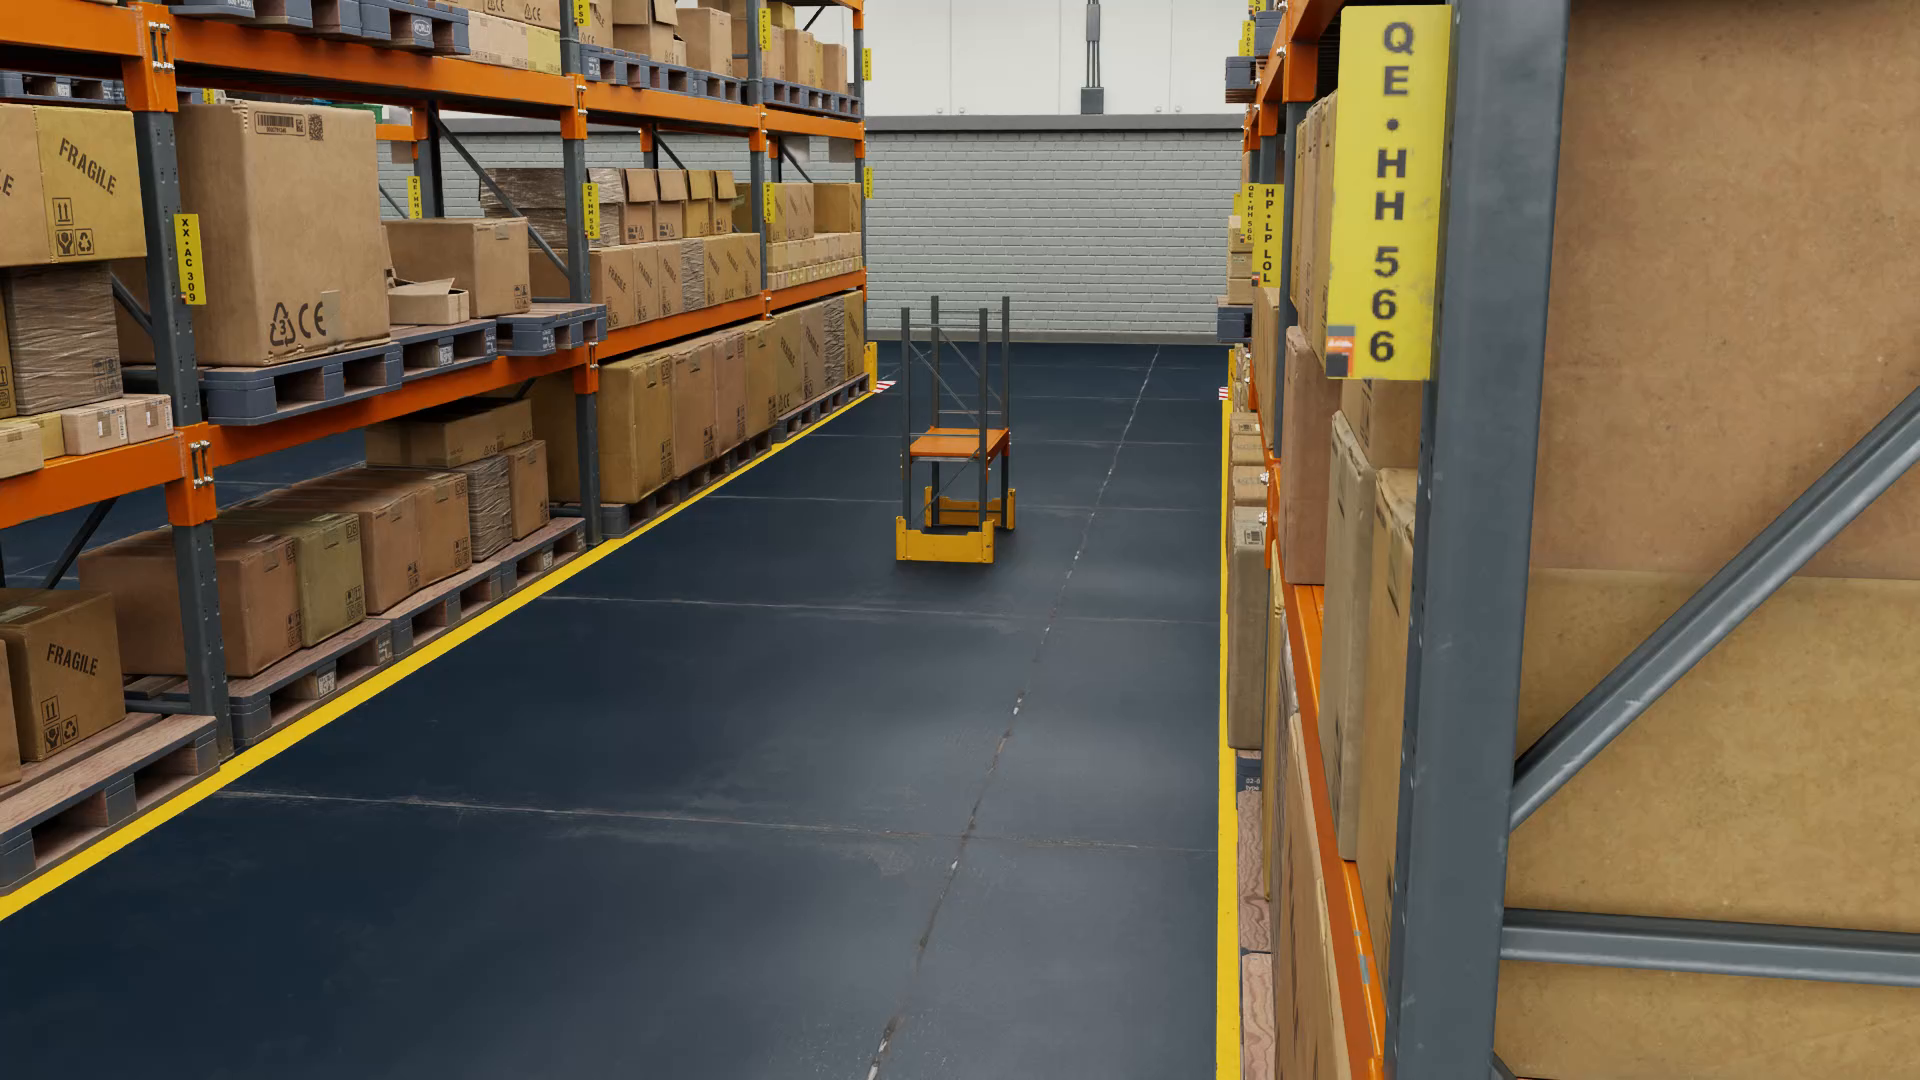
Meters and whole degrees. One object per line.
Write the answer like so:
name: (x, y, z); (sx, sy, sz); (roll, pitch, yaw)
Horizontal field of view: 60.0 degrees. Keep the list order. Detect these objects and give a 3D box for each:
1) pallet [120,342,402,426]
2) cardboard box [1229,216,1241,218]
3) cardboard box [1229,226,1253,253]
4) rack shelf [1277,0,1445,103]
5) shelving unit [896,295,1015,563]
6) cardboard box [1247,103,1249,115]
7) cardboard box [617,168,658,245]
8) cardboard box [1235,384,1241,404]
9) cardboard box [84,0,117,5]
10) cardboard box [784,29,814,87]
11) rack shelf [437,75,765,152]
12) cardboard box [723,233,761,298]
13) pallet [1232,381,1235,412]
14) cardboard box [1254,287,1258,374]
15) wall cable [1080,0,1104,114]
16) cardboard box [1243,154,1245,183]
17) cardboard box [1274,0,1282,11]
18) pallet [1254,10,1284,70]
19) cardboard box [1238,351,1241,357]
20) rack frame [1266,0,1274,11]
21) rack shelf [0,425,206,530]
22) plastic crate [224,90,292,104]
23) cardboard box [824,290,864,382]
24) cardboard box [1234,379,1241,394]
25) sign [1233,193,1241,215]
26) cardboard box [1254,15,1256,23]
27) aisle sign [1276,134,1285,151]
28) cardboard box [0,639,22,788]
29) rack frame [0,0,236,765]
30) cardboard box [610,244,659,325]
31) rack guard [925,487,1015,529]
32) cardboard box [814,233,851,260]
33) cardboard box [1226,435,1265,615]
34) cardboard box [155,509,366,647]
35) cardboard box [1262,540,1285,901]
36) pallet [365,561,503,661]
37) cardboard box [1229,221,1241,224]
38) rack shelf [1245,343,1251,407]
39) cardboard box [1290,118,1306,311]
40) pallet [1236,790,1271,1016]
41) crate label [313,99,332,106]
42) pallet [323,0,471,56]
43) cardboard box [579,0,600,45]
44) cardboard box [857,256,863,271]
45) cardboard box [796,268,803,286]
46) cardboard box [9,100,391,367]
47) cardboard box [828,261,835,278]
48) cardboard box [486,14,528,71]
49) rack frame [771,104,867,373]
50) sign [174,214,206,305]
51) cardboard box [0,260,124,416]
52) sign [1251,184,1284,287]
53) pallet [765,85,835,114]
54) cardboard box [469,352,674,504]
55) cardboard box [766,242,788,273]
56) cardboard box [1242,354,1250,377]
pallet: (-3.092, -0.678, 6.976); (1.003, 0.211, 1.213); (2, 12, 9)
cardboard box: (2.211, -2.349, 12.461); (0.380, 0.149, 0.250); (2, 12, 10)
cardboard box: (1.770, -1.759, 9.721); (0.380, 0.149, 0.250); (1, 12, 6)
rack shelf: (1.225, -1.134, 3.224); (1.077, 0.370, 4.000); (2, 12, 9)
shelving unit: (-0.012, -0.717, 10.262); (0.587, 1.500, 1.083); (2, 12, 9)
cardboard box: (2.814, -3.917, 14.787); (0.500, 0.250, 0.500); (2, 12, 8)
cardboard box: (-2.507, -2.277, 11.319); (0.797, 0.503, 0.637); (2, 12, 10)
cardboard box: (2.550, -1.247, 14.225); (0.380, 0.149, 0.250); (1, 12, 7)
cardboard box: (-3.165, -1.907, 5.459); (0.500, 0.250, 0.500); (2, 12, 11)
cardboard box: (-1.754, -4.433, 15.352); (0.700, 0.500, 0.500); (2, 12, 11)
rack shelf: (-2.430, -2.981, 11.794); (1.077, 0.370, 4.000); (2, 12, 9)
cardboard box: (-1.925, -2.226, 13.463); (0.500, 0.500, 0.500); (2, 12, 9)
pallet: (3.206, -1.387, 16.428); (1.003, 0.211, 1.213); (2, 12, 9)
cardboard box: (1.658, -1.022, 7.877); (0.500, 0.500, 0.500); (2, 12, 9)
wall cable: (2.768, -8.686, 21.803); (2.277, 5.999, 0.120); (2, 12, 9)
cardboard box: (2.642, -2.999, 13.971); (0.500, 0.500, 0.500); (1, 12, 7)
cardboard box: (1.819, -2.802, 8.232); (0.500, 0.311, 0.500); (2, 12, 9)
pallet: (2.101, -2.507, 8.333); (1.213, 0.211, 1.003); (2, 12, 11)
cardboard box: (2.779, -1.664, 15.451); (0.380, 0.149, 0.250); (2, 12, 10)
rack frame: (2.147, -4.201, 8.627); (1.000, 3.000, 0.127); (2, 12, 9)
rack shelf: (-3.661, 0.150, 4.383); (1.077, 0.370, 4.000); (2, 12, 9)
plastic crate: (-6.555, -4.096, 15.567); (0.497, 0.269, 0.590); (2, 12, 9)
cardboard box: (-1.527, -2.146, 17.380); (0.875, 0.875, 0.875); (2, 12, 9)
cardboard box: (2.843, -1.488, 16.048); (0.380, 0.149, 0.250); (2, 12, 9)
sign: (2.842, -3.375, 16.977); (0.100, 0.325, 0.005); (2, 12, 9)
cardboard box: (2.395, -3.506, 11.280); (0.797, 0.503, 0.637); (2, 12, 8)
aisle sign: (3.093, -4.230, 16.829); (0.394, 0.787, 0.004); (2, 12, 9)
cardboard box: (-3.535, 0.601, 5.523); (0.500, 0.500, 0.500); (6, 14, 27)
rack frame: (-3.353, -0.618, 6.239); (1.000, 3.000, 0.127); (2, 12, 9)
cardboard box: (-2.317, -1.699, 11.019); (0.500, 0.500, 0.500); (2, 12, 7)
rack guard: (0.065, -0.210, 10.874); (0.587, 0.250, 0.087); (2, 12, 9)
cardboard box: (-1.399, -2.973, 16.817); (0.500, 0.250, 0.500); (2, 12, 8)
cardboard box: (1.834, -0.068, 8.033); (1.050, 0.750, 0.750); (2, 12, 10)
cardboard box: (-3.146, 0.164, 7.504); (0.700, 0.500, 0.500); (2, 12, 8)
cardboard box: (1.366, 0.526, 4.978); (0.875, 0.875, 0.875); (2, 12, 10)
pallet: (-3.050, 0.329, 8.467); (1.003, 0.211, 1.213); (2, 12, 9)
cardboard box: (1.971, -2.028, 10.970); (0.380, 0.149, 0.250); (2, 12, 11)
rack shelf: (2.455, -1.333, 11.267); (1.077, 0.370, 4.000); (2, 12, 9)
cardboard box: (1.442, -0.961, 4.915); (0.875, 0.550, 0.550); (2, 12, 9)
pallet: (1.338, 1.083, 4.967); (1.003, 0.211, 1.213); (2, 12, 9)
crate label: (-6.863, -4.488, 17.432); (0.408, 0.251, 0.502); (2, 12, 9)
pallet: (-2.997, -2.333, 7.525); (1.213, 0.211, 1.003); (2, 12, 9)
cardboard box: (-2.715, -3.302, 10.332); (0.797, 0.503, 0.637); (3, 12, 12)
cardboard box: (-1.237, -2.908, 17.463); (0.380, 0.149, 0.250); (2, 12, 10)
cardboard box: (-1.630, -2.375, 14.991); (0.380, 0.149, 0.250); (2, 12, 7)
cardboard box: (-3.093, -1.277, 6.878); (1.000, 1.000, 1.000); (2, 12, 9)
cardboard box: (-1.432, -2.641, 16.226); (0.380, 0.149, 0.250); (2, 12, 9)
cardboard box: (-2.632, -2.633, 8.825); (0.500, 0.250, 0.500); (2, 12, 8)
rack frame: (-1.508, -3.116, 17.830); (1.000, 3.000, 0.127); (2, 12, 9)
sign: (-2.816, -1.025, 6.074); (0.100, 0.325, 0.005); (2, 12, 9)
cardboard box: (-3.483, -0.720, 5.772); (0.875, 0.500, 0.500); (2, 12, 9)
sign: (0.995, -0.979, 5.354); (0.100, 0.325, 0.005); (2, 12, 9)
pallet: (-1.797, -4.129, 15.623); (1.003, 0.211, 1.213); (2, 12, 9)
cardboard box: (-2.611, -0.760, 10.946); (1.225, 0.875, 0.875); (1, 12, 6)
cardboard box: (-1.792, -2.444, 14.365); (0.500, 0.250, 0.500); (2, 12, 8)
cardboard box: (2.308, -1.195, 12.074); (0.500, 0.250, 0.500); (2, 12, 10)
